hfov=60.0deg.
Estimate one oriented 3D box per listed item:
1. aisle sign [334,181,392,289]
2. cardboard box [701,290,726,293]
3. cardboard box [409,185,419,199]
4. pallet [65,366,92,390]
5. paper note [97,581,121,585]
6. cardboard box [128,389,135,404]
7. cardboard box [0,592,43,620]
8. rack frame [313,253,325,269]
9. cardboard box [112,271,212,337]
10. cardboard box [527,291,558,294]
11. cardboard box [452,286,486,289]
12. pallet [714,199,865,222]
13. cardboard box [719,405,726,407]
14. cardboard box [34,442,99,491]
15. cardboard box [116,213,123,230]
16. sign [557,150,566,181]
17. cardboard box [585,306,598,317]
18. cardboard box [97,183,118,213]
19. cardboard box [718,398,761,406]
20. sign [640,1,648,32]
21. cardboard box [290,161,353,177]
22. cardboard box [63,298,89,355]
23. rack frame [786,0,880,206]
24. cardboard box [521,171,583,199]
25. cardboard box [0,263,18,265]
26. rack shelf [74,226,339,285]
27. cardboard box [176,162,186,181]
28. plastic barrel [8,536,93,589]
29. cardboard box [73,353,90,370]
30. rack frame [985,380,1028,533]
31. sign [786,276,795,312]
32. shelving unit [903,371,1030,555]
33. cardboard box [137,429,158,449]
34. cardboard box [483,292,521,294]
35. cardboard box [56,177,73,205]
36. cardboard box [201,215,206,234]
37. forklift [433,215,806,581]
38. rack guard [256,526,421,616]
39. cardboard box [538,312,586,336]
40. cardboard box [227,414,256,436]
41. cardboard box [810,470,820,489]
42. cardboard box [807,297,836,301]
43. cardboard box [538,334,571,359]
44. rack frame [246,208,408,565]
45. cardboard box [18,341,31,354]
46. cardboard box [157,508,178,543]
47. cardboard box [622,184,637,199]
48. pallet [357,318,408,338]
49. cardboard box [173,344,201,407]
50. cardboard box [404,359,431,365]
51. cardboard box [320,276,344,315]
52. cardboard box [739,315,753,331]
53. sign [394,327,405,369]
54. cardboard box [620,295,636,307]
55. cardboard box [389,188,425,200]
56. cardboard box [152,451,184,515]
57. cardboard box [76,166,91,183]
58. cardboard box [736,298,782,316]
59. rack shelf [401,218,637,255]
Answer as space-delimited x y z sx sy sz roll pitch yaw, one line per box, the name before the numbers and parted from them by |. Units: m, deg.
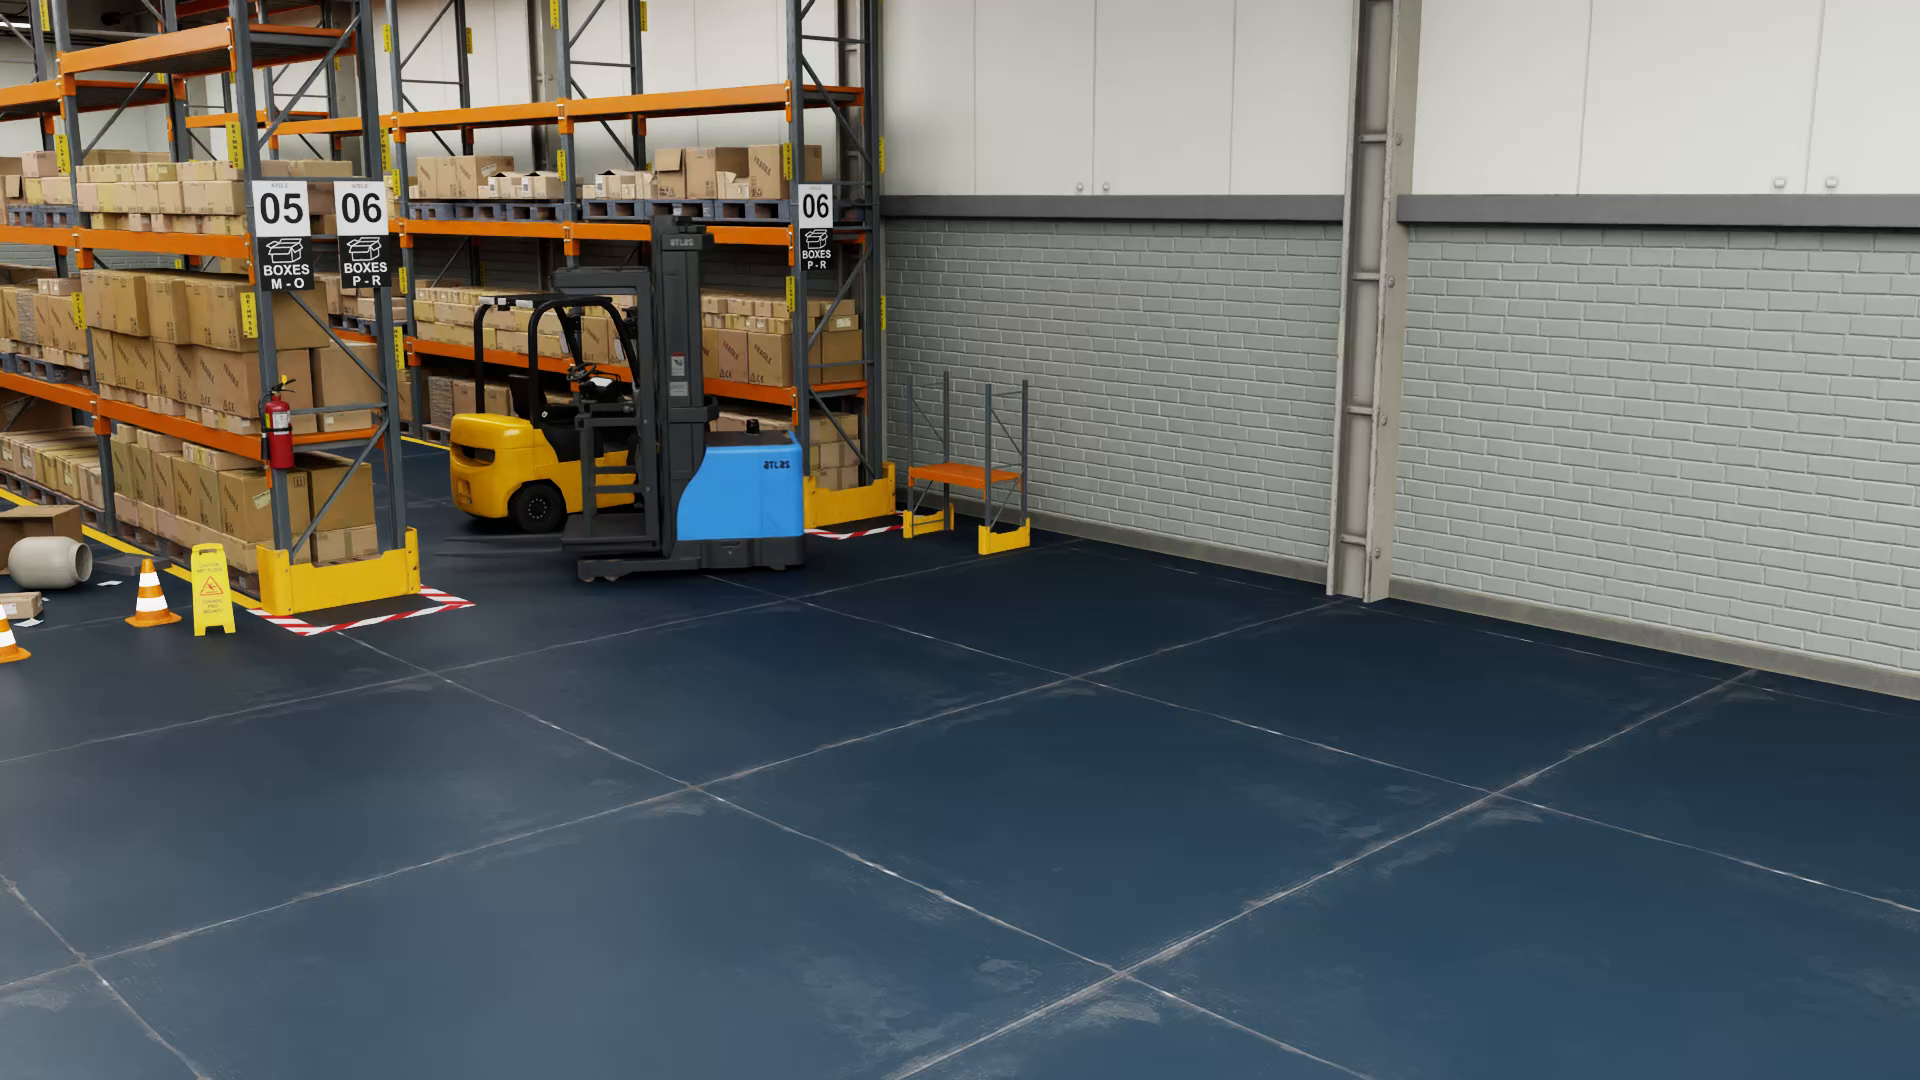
aisle sign | -4.492 -2.296 12.519 0.394 0.787 0.004 -11 16 -43
cardboard box | -2.634 -2.581 17.753 0.380 0.149 0.250 -11 16 -43
cardboard box | -6.675 -4.365 20.859 0.380 0.166 0.250 -11 16 -43
pallet | -7.944 -1.610 16.108 1.003 0.211 1.213 -11 16 -43
paper note | -6.899 0.345 13.501 0.148 0.019 0.142 6 13 26
cardboard box | -7.118 -1.295 14.723 0.380 0.149 0.250 -11 16 -43
cardboard box | -7.125 0.498 12.465 0.380 0.149 0.250 -3 12 -13
rack frame | -9.459 -3.432 24.476 1.000 3.000 0.127 -11 16 -43
cardboard box | -6.710 -2.008 14.099 0.700 0.500 0.500 -11 16 -44
cardboard box | -5.041 -2.942 20.239 0.380 0.149 0.250 -11 16 -42
cardboard box | -6.325 -3.196 21.474 0.380 0.149 0.250 -10 15 -41
pallet | -1.641 -3.214 16.200 1.003 0.211 1.213 -11 16 -43
cardboard box | -2.772 -1.274 17.298 0.500 0.250 0.500 -11 16 -44
cardboard box | -8.866 -0.773 17.040 0.950 0.372 0.625 -10 15 -41
cardboard box | -7.092 -2.772 14.461 0.380 0.149 0.250 -11 16 -43
sign | -4.320 -4.064 18.049 0.100 0.325 0.005 -11 16 -43
cardboard box | -3.904 -2.548 18.330 0.380 0.149 0.250 -11 16 -43
cardboard box | -7.053 -2.938 14.276 0.500 0.250 0.500 -11 16 -43
cardboard box | -2.401 -1.349 17.659 0.500 0.250 0.500 -11 16 -44
sign | -3.516 -5.812 18.452 0.100 0.325 0.005 -11 16 -43
cardboard box | -4.857 -2.806 12.648 0.380 0.149 0.250 -11 16 -43
cardboard box | -8.006 -2.008 15.539 0.500 0.500 0.500 -11 16 -44
rack frame | -1.172 -4.619 15.370 1.000 3.000 0.127 -11 16 -43
cardboard box | -4.610 -4.017 18.811 0.500 0.311 0.500 11 16 43
cardboard box | -11.489 -3.024 19.768 0.500 0.500 0.500 -11 16 -42
rack shelf | -6.140 -2.397 13.802 1.077 0.370 4.000 -11 16 -43
cardboard box | -6.009 -2.934 13.271 0.250 0.149 0.380 11 16 44
plastic barrel | -7.280 0.183 13.315 0.512 0.421 0.421 -1 12 -4
cardboard box | -8.076 -1.692 15.610 0.380 0.149 0.250 -11 16 -42
rack frame | 0.410 -0.648 14.678 0.500 1.500 0.032 -11 16 -43
sign | -1.574 -2.291 15.478 0.100 0.325 0.005 -11 16 -43
shelving unit | 0.053 -0.723 15.045 0.587 1.500 1.083 -11 16 -43
cardboard box | -6.910 -0.891 14.451 0.380 0.149 0.250 -10 15 -40
cardboard box | -5.541 -2.916 20.116 0.380 0.149 0.250 -11 16 -43
cardboard box | -8.029 -3.239 15.435 0.500 0.250 0.500 -11 16 -44
cardboard box | -5.689 -2.469 12.992 0.380 0.149 0.250 -11 16 -42
forklift | -2.858 -1.214 13.878 3.031 2.935 1.130 -2 12 -9
rack guard | -4.811 0.224 12.922 1.175 0.500 0.348 -11 16 -43
cardboard box | -4.458 -2.472 18.949 0.500 0.250 0.500 -11 16 -44
cardboard box | -5.427 -0.912 12.866 0.380 0.149 0.250 -11 16 -43
cardboard box | -1.725 -0.565 16.330 0.500 0.250 0.500 -11 16 -42
cardboard box | -1.387 -2.320 16.483 0.380 0.149 0.250 -10 15 -41
cardboard box | -4.471 -2.228 19.004 0.500 0.250 0.500 -10 16 -41
rack frame | -4.759 -0.989 12.616 1.000 3.000 0.127 -11 16 -43
cardboard box | -9.469 -2.006 17.135 0.380 0.149 0.250 -10 15 -39
cardboard box | -6.564 -0.154 14.339 0.500 0.250 0.500 -11 16 -43
cardboard box | -3.313 -3.646 17.412 0.380 0.149 0.250 -10 15 -41
pallet | -7.215 -2.844 22.095 1.213 0.211 1.003 -11 16 -43
cardboard box | -6.019 -1.371 13.488 0.500 0.500 0.500 -11 16 -43
cardboard box | -7.561 -2.419 23.103 0.380 0.149 0.250 -11 16 -44
cardboard box | -8.387 -3.395 23.007 0.700 0.500 0.500 -11 16 -43
cardboard box | -1.947 -2.139 16.342 0.380 0.149 0.250 -11 16 -42
sign | -4.367 -1.488 12.895 0.100 0.325 0.005 -11 16 -43
cardboard box | -3.396 -2.576 17.726 0.380 0.149 0.250 -10 16 -41
cardboard box | -7.115 -4.458 21.403 0.380 0.149 0.250 -10 16 -41
cardboard box | -6.574 -0.523 14.268 0.500 0.500 0.500 -10 15 -40
cardboard box | -7.540 -3.218 14.647 0.380 0.149 0.250 -11 16 -44
cardboard box | -1.964 -2.282 16.302 0.380 0.149 0.250 -10 16 -41
rack shelf | -5.315 -3.673 19.996 1.077 0.370 4.000 -11 16 -43
